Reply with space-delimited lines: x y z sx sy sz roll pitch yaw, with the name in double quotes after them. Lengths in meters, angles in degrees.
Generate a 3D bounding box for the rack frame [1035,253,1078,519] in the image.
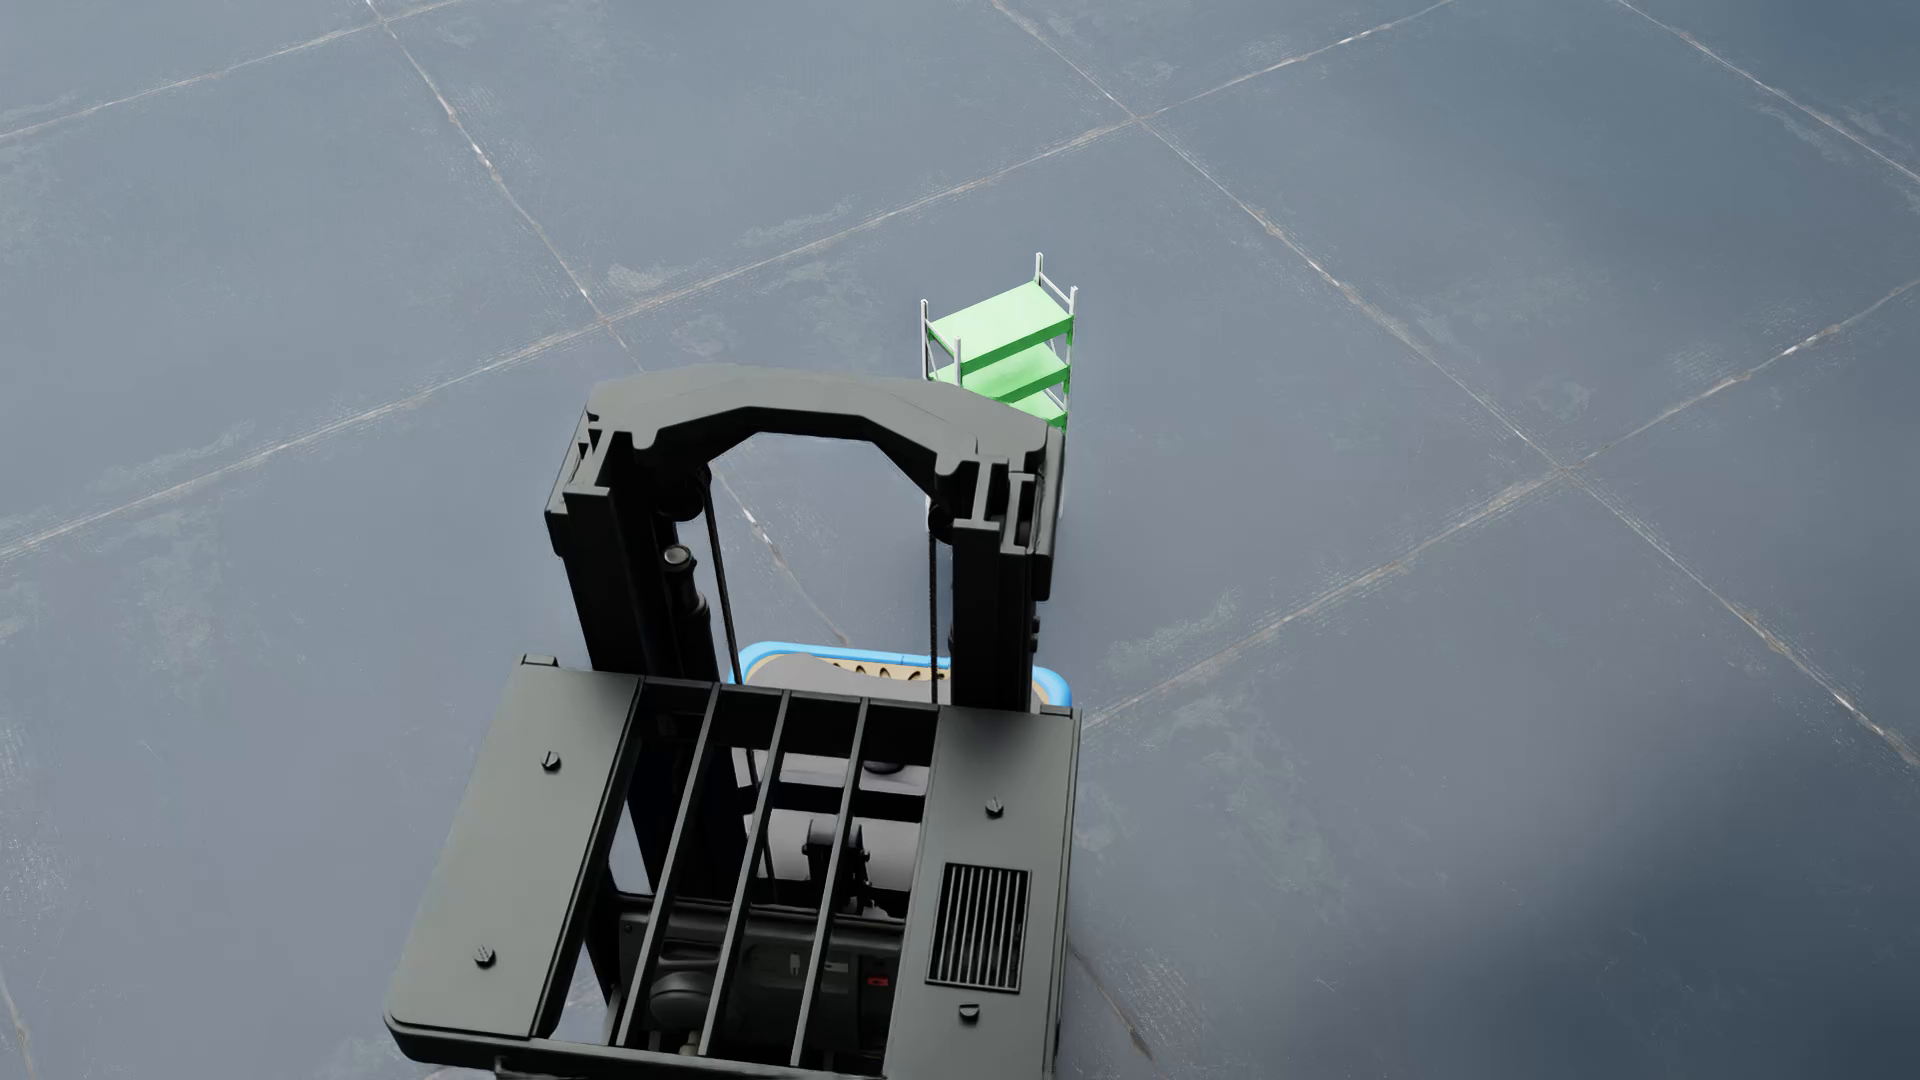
0.346 -0.562 6.393 0.015 1.200 0.240 -25 53 -21 "rack frame"

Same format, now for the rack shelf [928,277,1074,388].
0.140 -0.742 5.995 0.480 0.148 0.258 -25 53 -21 "rack shelf"

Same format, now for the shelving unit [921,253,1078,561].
0.140 -0.465 6.306 0.503 1.200 0.258 -25 53 -21 "shelving unit"

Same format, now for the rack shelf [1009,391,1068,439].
0.140 -0.423 6.354 0.480 0.148 0.258 -25 53 -21 "rack shelf"

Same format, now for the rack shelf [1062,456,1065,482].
0.140 -0.263 6.533 0.480 0.148 0.258 -25 53 -21 "rack shelf"

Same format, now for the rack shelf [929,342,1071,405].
0.140 -0.582 6.174 0.480 0.148 0.258 -25 53 -21 "rack shelf"

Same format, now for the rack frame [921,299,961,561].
-0.066 -0.368 6.219 0.015 1.200 0.240 -25 53 -21 "rack frame"

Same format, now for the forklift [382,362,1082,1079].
-0.346 1.173 3.688 1.130 2.935 3.031 5 49 5 "forklift"
